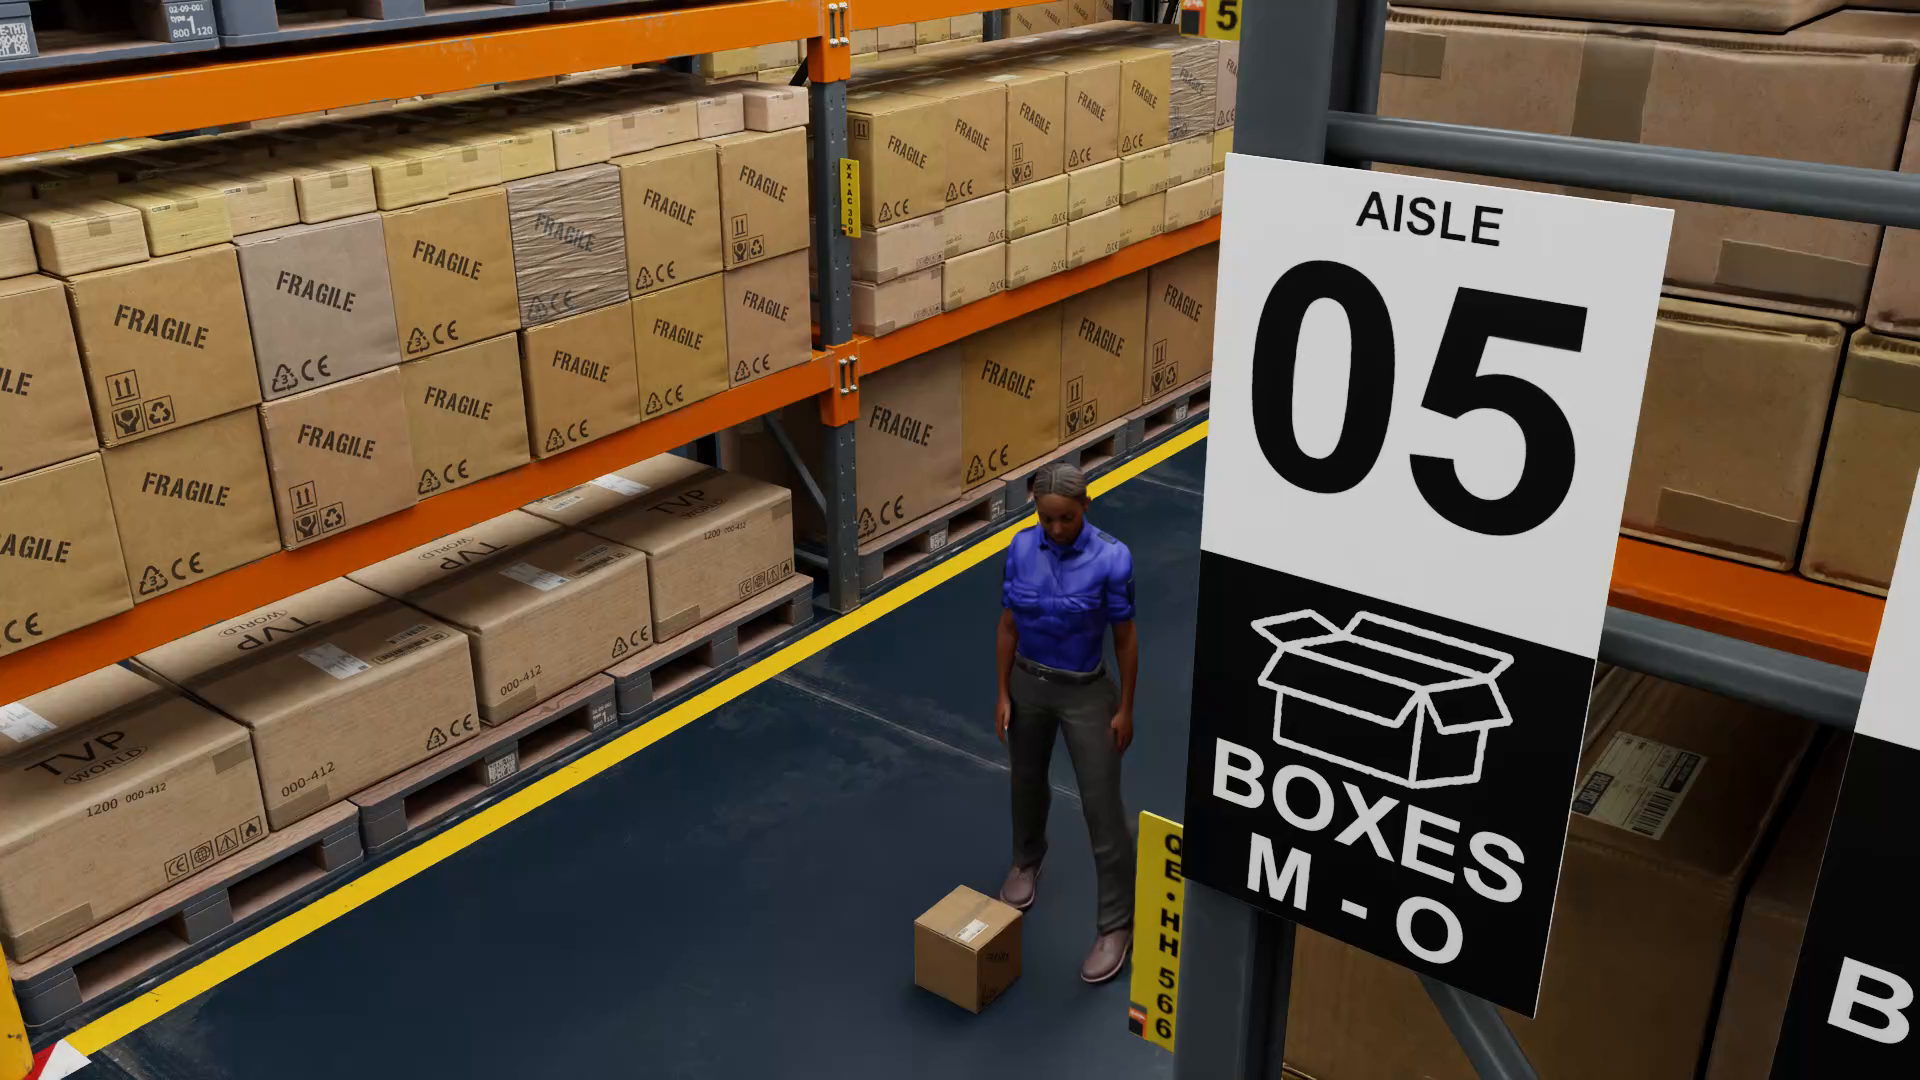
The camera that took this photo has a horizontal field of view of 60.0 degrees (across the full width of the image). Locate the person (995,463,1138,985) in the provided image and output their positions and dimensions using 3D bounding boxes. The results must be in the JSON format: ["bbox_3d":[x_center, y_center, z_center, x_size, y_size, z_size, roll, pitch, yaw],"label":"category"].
[{"bbox_3d":[0.349,0.555,5.347,0.550,1.666,0.524,11,26,23],"label":"person"}]
